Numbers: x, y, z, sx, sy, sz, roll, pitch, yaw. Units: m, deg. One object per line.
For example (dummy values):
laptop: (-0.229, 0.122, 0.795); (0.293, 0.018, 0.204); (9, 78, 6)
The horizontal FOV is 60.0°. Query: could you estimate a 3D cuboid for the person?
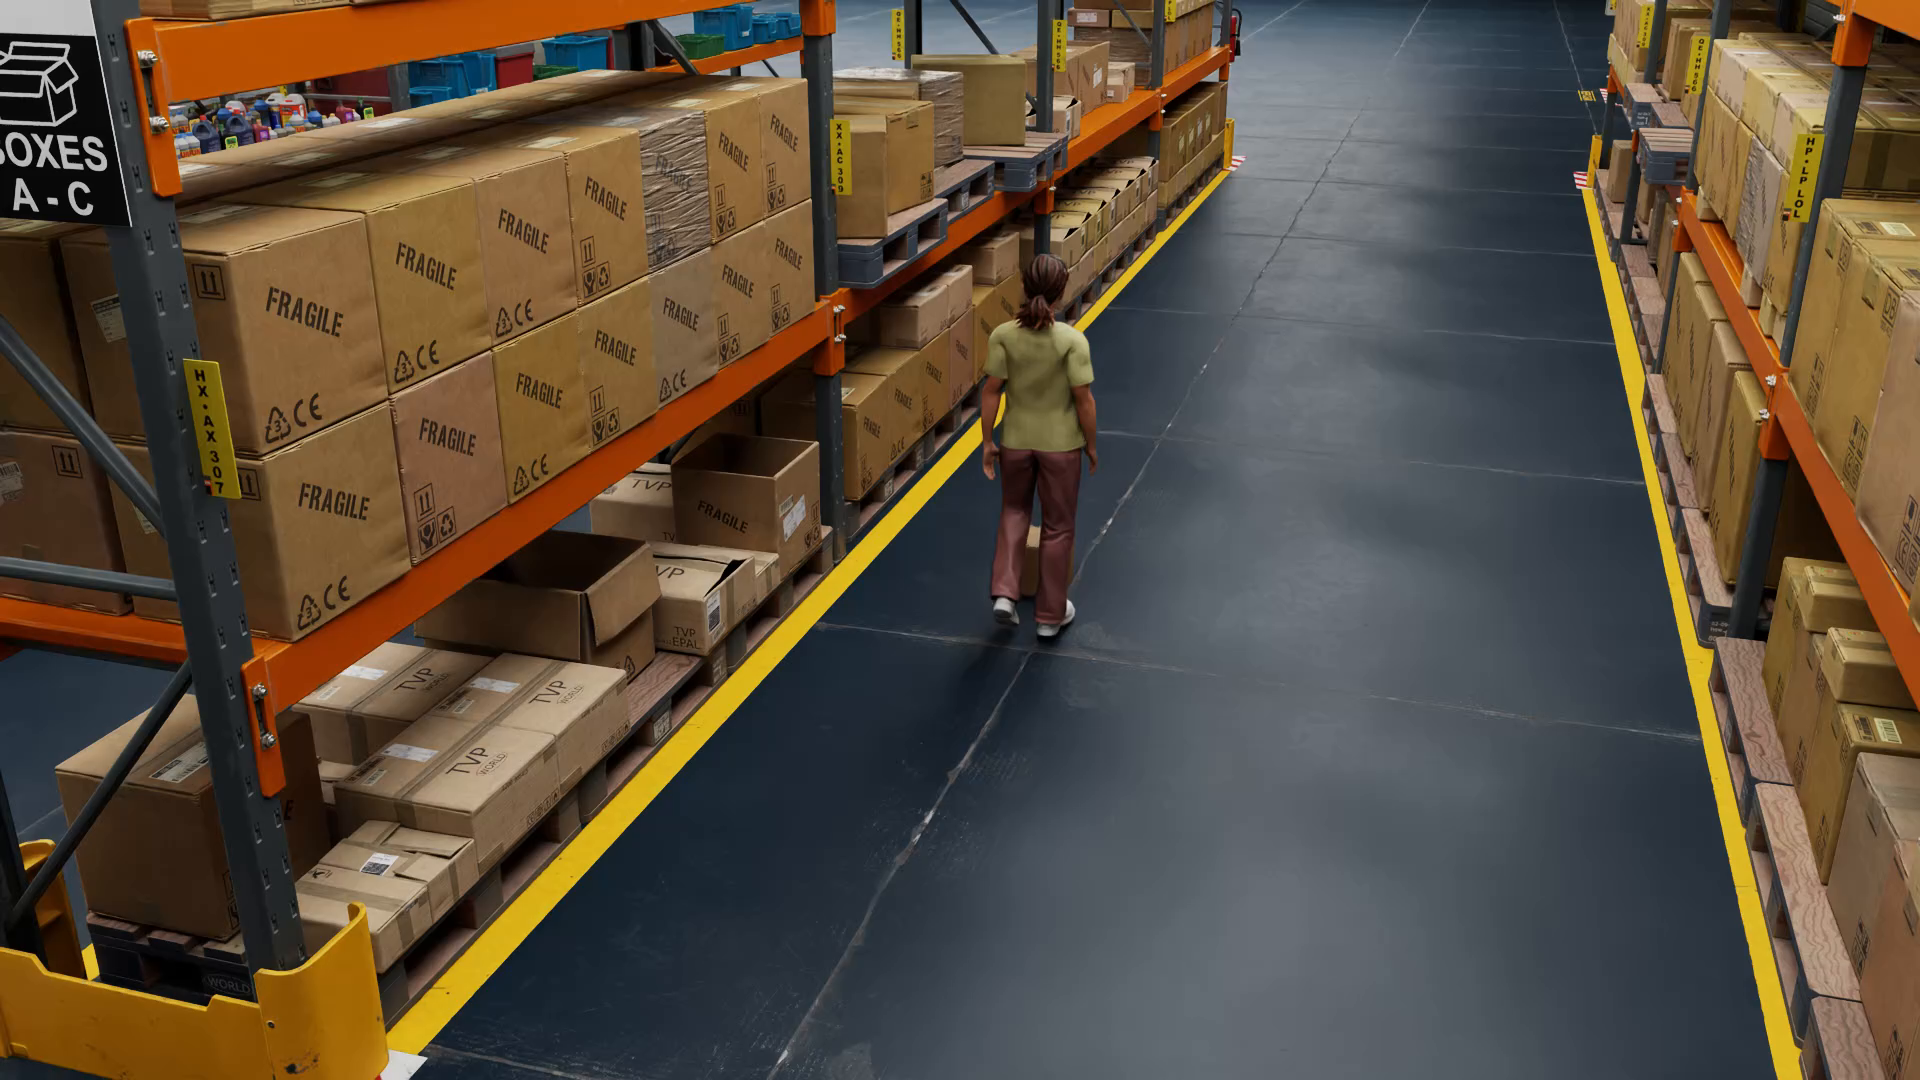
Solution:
person: (0.344, -0.379, 6.995); (0.469, 1.683, 0.443); (7, 23, 18)
